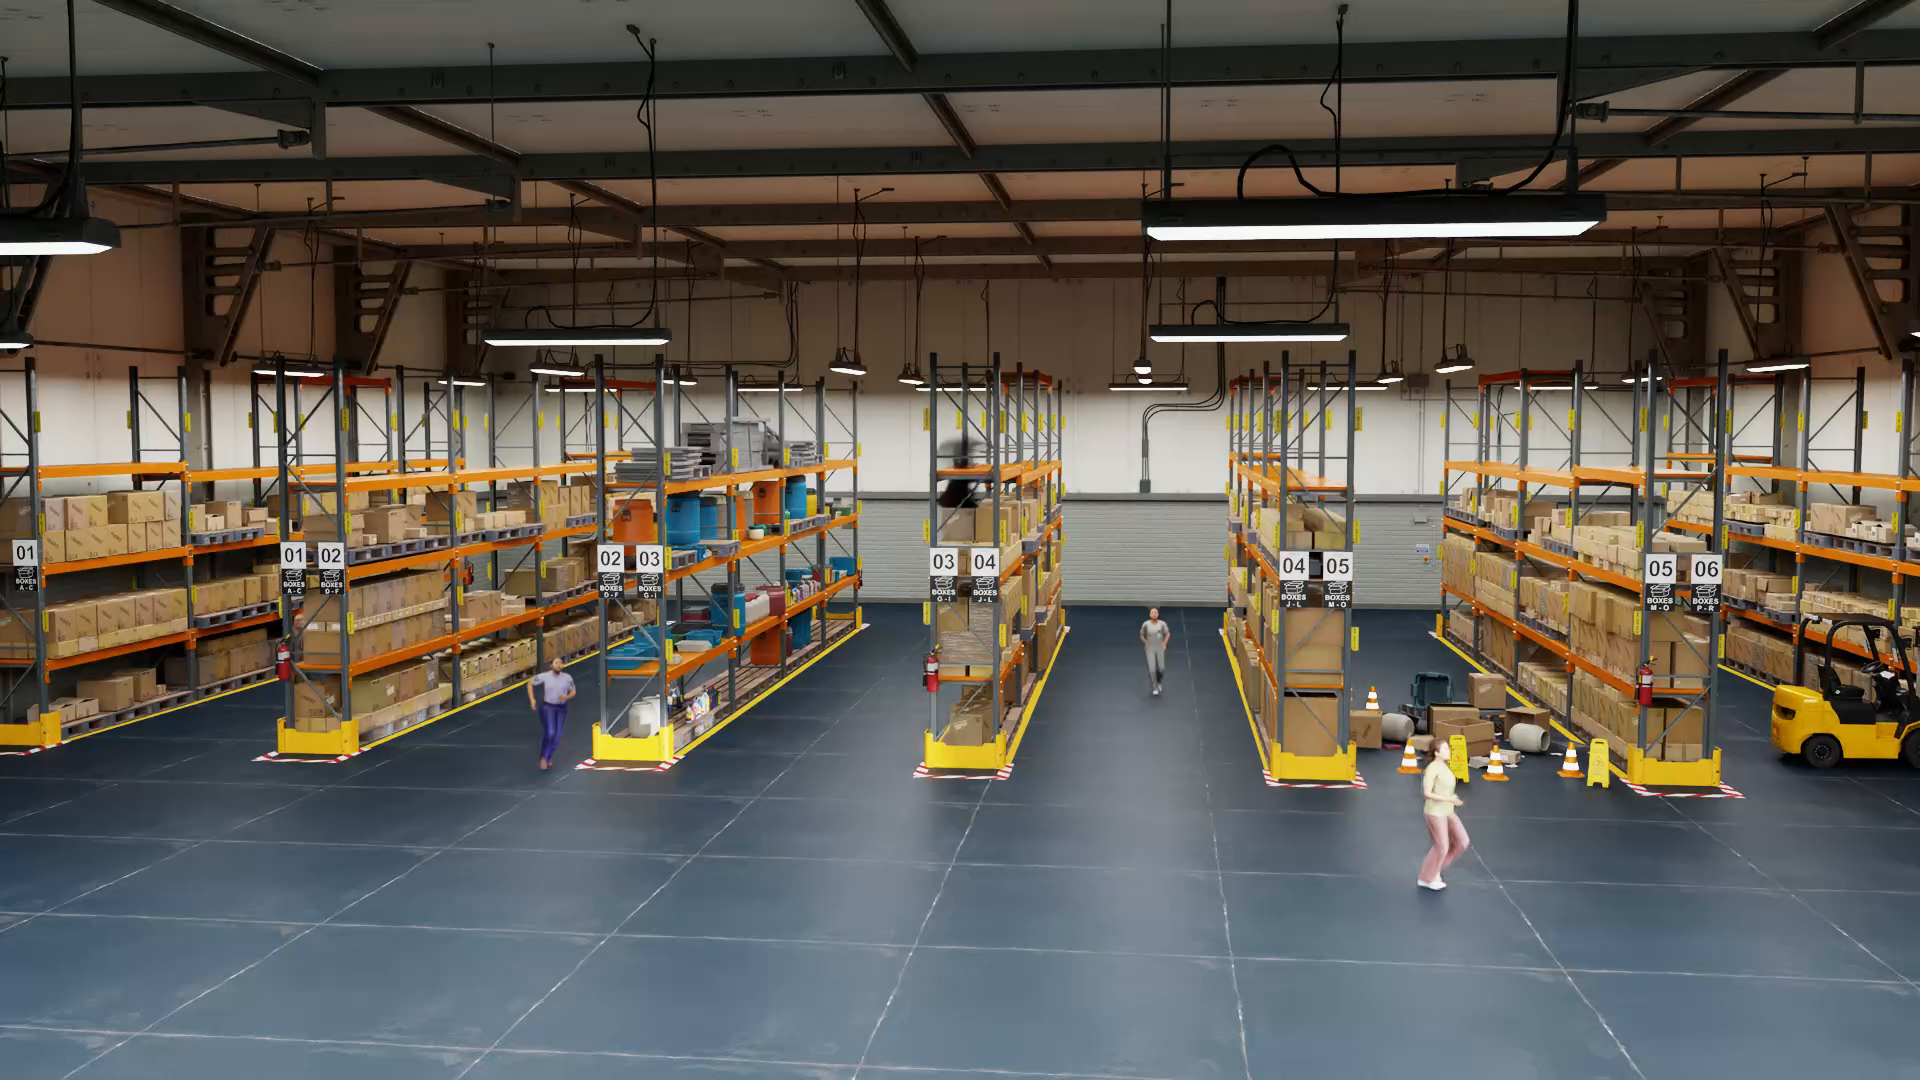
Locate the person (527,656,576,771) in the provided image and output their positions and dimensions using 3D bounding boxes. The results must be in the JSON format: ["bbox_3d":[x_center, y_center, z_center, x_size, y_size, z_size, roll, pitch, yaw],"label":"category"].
[{"bbox_3d":[-5.863,2.503,24.070,0.623,1.634,0.606,-3,5,-38],"label":"person"}]

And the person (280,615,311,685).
[{"bbox_3d":[-11.279,2.144,28.447,0.712,1.738,0.865,0,4,3],"label":"person"}]

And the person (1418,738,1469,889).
[{"bbox_3d":[5.165,2.928,17.740,0.549,1.620,0.554,3,5,41],"label":"person"}]

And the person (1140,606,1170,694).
[{"bbox_3d":[3.568,2.029,30.427,0.539,1.626,0.541,0,4,5],"label":"person"}]
